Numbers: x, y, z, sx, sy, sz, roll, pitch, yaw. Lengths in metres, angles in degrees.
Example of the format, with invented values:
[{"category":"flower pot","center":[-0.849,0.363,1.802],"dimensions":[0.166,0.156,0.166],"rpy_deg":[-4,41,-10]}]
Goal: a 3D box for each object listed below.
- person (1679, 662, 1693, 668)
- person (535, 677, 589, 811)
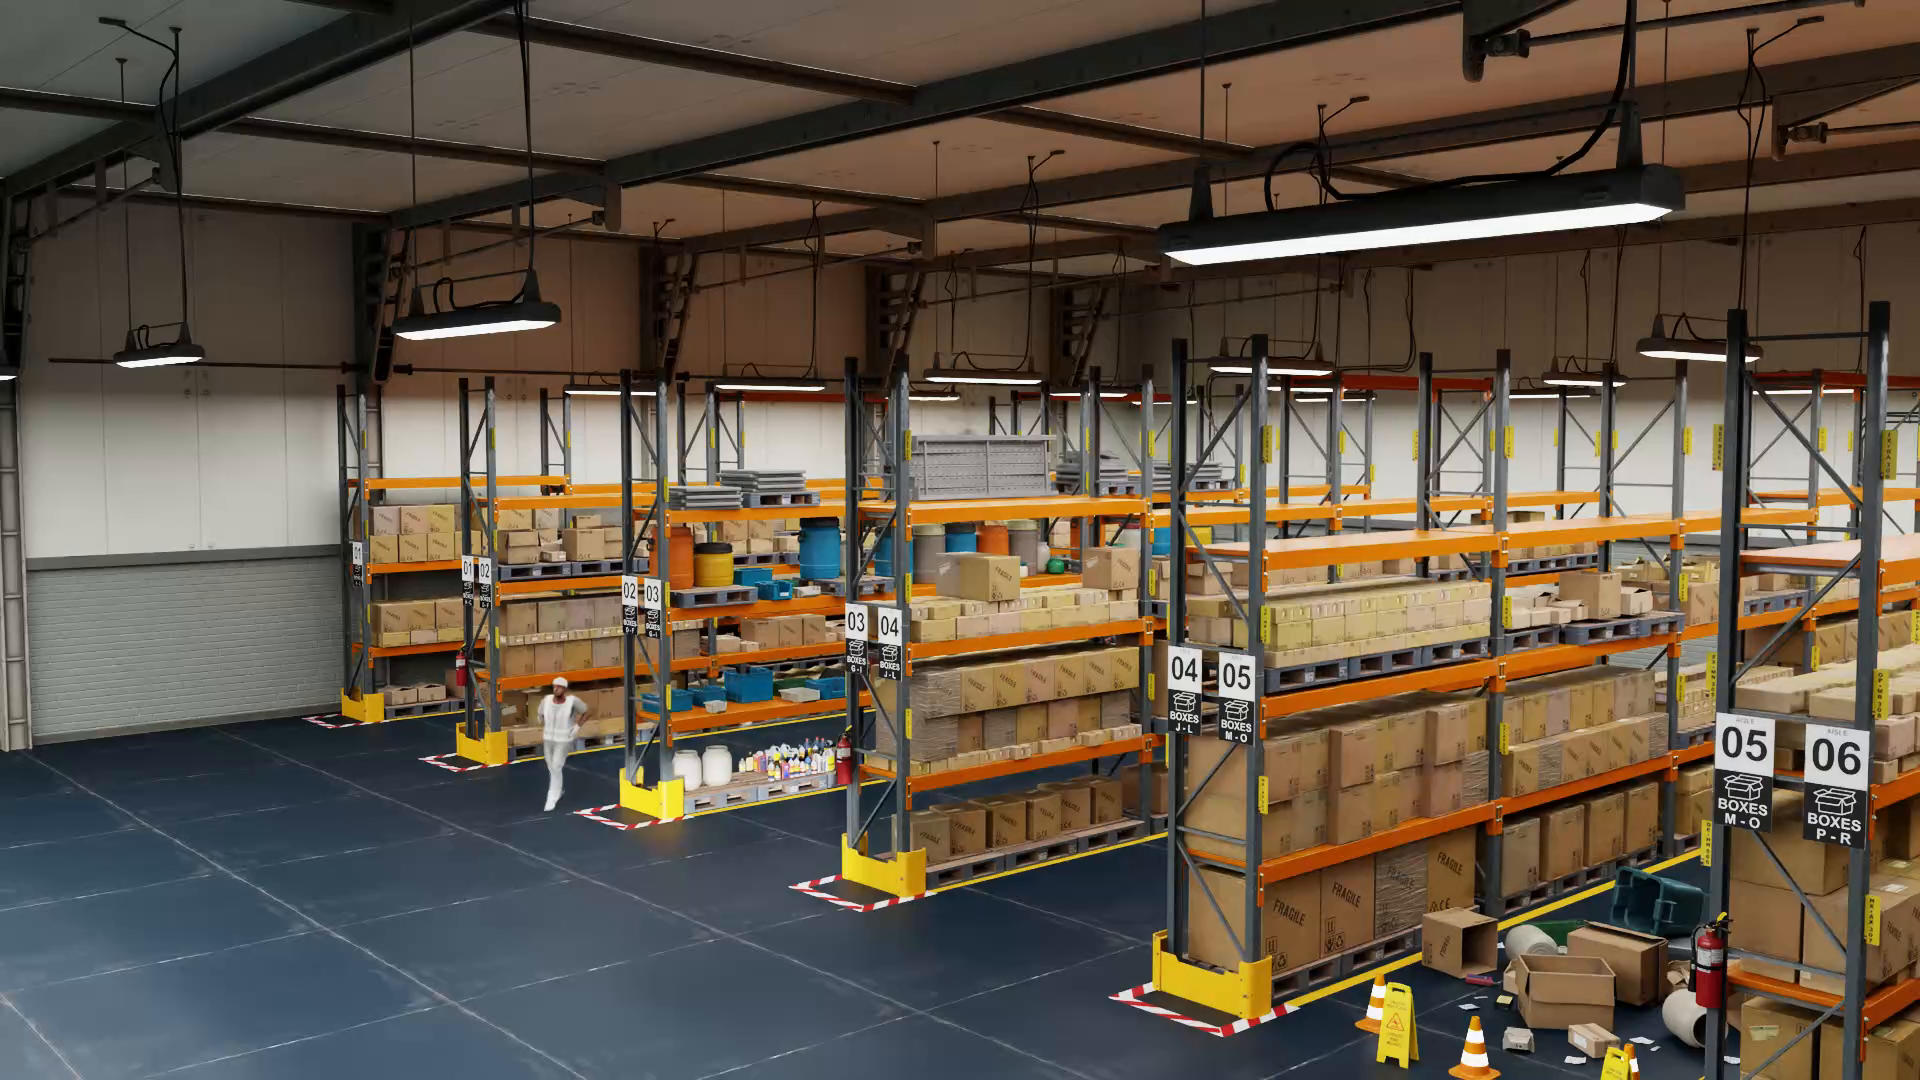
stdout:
[{"category":"person","center":[11.020,2.664,25.186],"dimensions":[0.758,1.642,0.628],"rpy_deg":[-3,5,-37]},{"category":"person","center":[-5.496,2.789,22.838],"dimensions":[0.677,1.841,0.758],"rpy_deg":[1,4,15]}]
